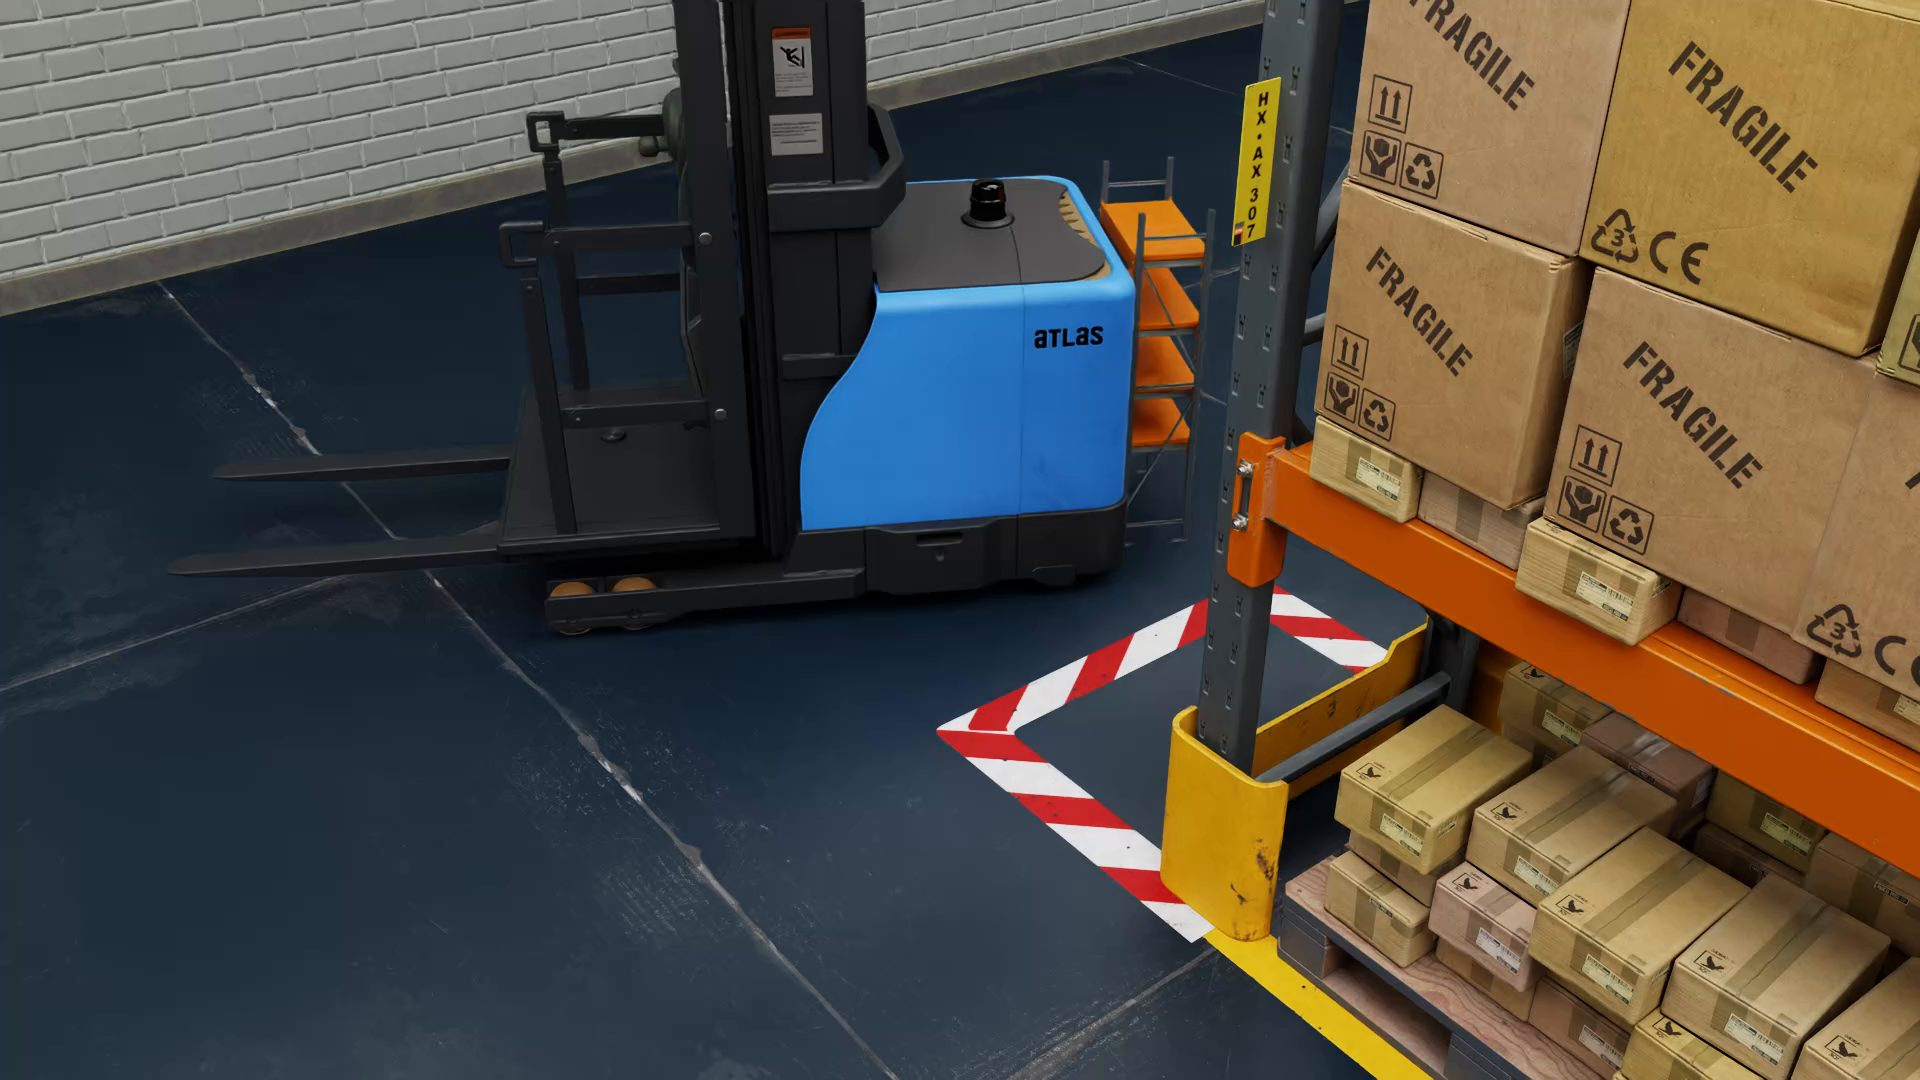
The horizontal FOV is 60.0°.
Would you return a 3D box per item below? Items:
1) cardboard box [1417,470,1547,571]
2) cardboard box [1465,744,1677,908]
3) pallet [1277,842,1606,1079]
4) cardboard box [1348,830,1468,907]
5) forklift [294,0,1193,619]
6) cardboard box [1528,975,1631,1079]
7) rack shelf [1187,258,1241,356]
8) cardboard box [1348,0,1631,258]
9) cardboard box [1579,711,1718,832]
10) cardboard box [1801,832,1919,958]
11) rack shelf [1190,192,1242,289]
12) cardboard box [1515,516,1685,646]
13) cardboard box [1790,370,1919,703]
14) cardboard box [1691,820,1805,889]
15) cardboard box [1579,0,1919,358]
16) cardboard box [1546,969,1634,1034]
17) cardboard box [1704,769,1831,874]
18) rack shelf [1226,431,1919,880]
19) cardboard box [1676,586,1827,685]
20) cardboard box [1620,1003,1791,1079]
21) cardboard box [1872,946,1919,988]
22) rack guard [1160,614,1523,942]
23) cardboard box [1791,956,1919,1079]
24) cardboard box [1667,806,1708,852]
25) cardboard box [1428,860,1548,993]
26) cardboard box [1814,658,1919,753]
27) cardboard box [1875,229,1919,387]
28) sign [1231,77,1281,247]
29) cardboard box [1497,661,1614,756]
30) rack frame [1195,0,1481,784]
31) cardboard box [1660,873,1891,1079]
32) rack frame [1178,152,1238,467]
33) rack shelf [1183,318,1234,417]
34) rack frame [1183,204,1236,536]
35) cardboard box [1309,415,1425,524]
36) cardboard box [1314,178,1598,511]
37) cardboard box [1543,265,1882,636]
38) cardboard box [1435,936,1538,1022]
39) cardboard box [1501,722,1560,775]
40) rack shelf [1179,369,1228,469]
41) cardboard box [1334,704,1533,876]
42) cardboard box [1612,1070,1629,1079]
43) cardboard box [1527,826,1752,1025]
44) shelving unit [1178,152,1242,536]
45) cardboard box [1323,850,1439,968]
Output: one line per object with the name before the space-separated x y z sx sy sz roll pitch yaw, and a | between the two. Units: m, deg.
cardboard box | 1.144 -0.111 3.324 0.380 0.149 0.250 -21 37 -30
cardboard box | 1.332 0.632 3.629 0.380 0.149 0.250 -22 38 -31
pallet | 1.532 1.015 3.916 1.003 0.211 1.213 -22 38 -31
cardboard box | 1.134 0.656 3.873 0.380 0.149 0.250 -21 37 -29
forklift | -0.781 -1.373 5.182 3.031 2.935 1.130 6 32 10
cardboard box | 1.467 0.987 3.622 0.380 0.149 0.250 -22 38 -31
rack shelf | 0.901 -0.787 5.582 0.258 0.148 0.480 1 32 2
cardboard box | 1.081 -0.872 2.987 0.500 0.500 0.500 -23 38 -32
cardboard box | 1.649 0.490 3.858 0.380 0.149 0.250 -21 38 -30
cardboard box | 2.017 0.685 3.544 0.380 0.149 0.250 -24 39 -33
rack shelf | 0.900 -0.988 5.457 0.258 0.148 0.480 1 32 2
cardboard box | 1.266 0.018 3.116 0.380 0.149 0.250 -23 39 -33
cardboard box | 1.711 -0.021 2.564 0.500 0.500 0.500 -22 38 -31
cardboard box | 1.884 0.698 3.805 0.380 0.149 0.250 -24 39 -33
cardboard box | 1.395 -0.664 2.652 0.500 0.500 0.500 -21 38 -30
cardboard box | 1.477 0.862 3.542 0.380 0.149 0.250 -22 38 -31
cardboard box | 1.908 0.557 3.750 0.380 0.149 0.250 -23 39 -32
rack shelf | 2.242 0.587 2.643 1.077 0.370 4.000 -22 38 -31
cardboard box | 1.534 0.082 3.013 0.380 0.149 0.250 -20 37 -29
cardboard box | 1.549 1.004 3.313 0.380 0.149 0.250 -21 38 -30
cardboard box | 1.968 0.843 3.571 0.380 0.149 0.250 -23 38 -32
rack guard | 1.062 0.542 4.404 1.175 0.500 0.348 -22 38 -31
cardboard box | 1.766 0.974 3.079 0.380 0.149 0.250 -21 37 -30
cardboard box | 1.682 0.609 3.949 0.380 0.149 0.250 -23 39 -32
cardboard box | 1.257 0.788 3.660 0.380 0.149 0.250 -22 38 -32
cardboard box | 1.681 0.203 2.819 0.380 0.149 0.250 -23 38 -32
cardboard box | 1.697 -0.440 2.291 0.500 0.500 0.500 -23 39 -32
sign | 0.587 -0.744 3.284 0.100 0.325 0.005 -22 38 -31
cardboard box | 1.540 0.367 4.056 0.380 0.149 0.250 -22 38 -31
rack frame | 1.015 -0.552 3.795 1.000 3.000 0.127 -22 38 -31
cardboard box | 1.603 0.855 3.270 0.380 0.149 0.250 -24 39 -34
rack frame | 0.911 -0.782 5.871 0.240 1.200 0.015 1 32 2
rack shelf | 0.901 -0.597 5.700 0.258 0.148 0.480 1 32 2
rack frame | 0.891 -0.525 5.457 0.240 1.200 0.015 1 32 2
cardboard box | 0.955 -0.204 3.473 0.380 0.149 0.250 -23 38 -32
cardboard box | 1.072 -0.444 3.245 0.500 0.500 0.500 -20 37 -29
cardboard box | 1.421 -0.229 2.899 0.500 0.500 0.500 -22 38 -31
cardboard box | 1.309 0.885 3.785 0.380 0.149 0.250 -22 38 -32
cardboard box | 1.564 0.482 4.153 0.380 0.149 0.250 -23 39 -33
rack shelf | 0.902 -0.428 5.804 0.258 0.148 0.480 1 32 2
cardboard box | 1.068 0.556 3.751 0.380 0.149 0.250 -24 39 -33
cardboard box | 1.537 1.129 3.394 0.380 0.149 0.250 -22 38 -31
cardboard box | 1.386 0.779 3.393 0.380 0.149 0.250 -22 38 -32
shelving unit | 0.901 -0.654 5.664 0.258 1.200 0.503 1 32 2
cardboard box | 1.084 0.803 3.918 0.380 0.149 0.250 -21 38 -30
